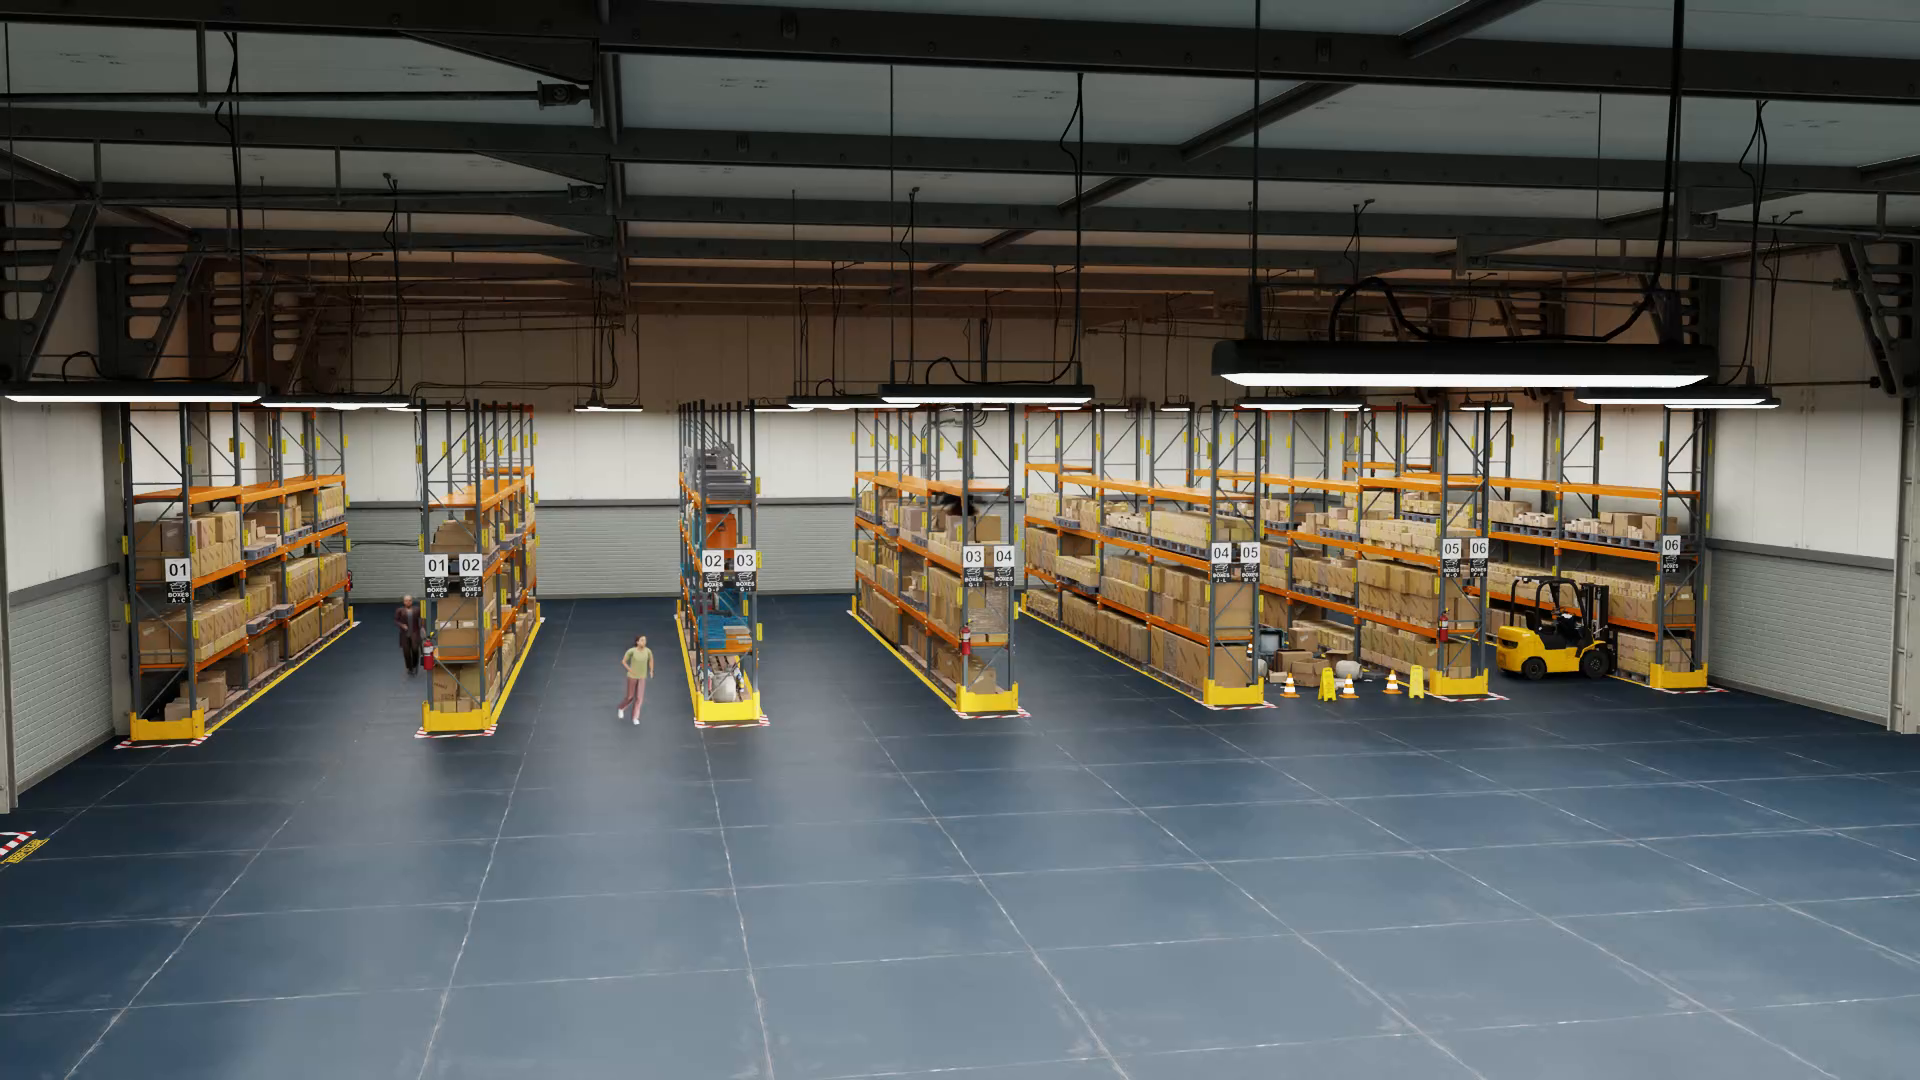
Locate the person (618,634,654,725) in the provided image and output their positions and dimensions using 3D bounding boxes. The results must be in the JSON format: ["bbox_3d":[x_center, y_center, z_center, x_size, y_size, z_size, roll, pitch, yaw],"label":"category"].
[{"bbox_3d":[-5.987,2.564,30.992,0.633,1.641,0.804,-3,5,-31],"label":"person"}]

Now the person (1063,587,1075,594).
[{"bbox_3d":[3.275,1.119,50.809,0.796,1.634,0.619,-2,5,-27],"label":"person"}]

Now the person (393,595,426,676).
[{"bbox_3d":[-12.056,2.094,36.441,0.672,1.771,0.837,-1,5,-18],"label":"person"}]
